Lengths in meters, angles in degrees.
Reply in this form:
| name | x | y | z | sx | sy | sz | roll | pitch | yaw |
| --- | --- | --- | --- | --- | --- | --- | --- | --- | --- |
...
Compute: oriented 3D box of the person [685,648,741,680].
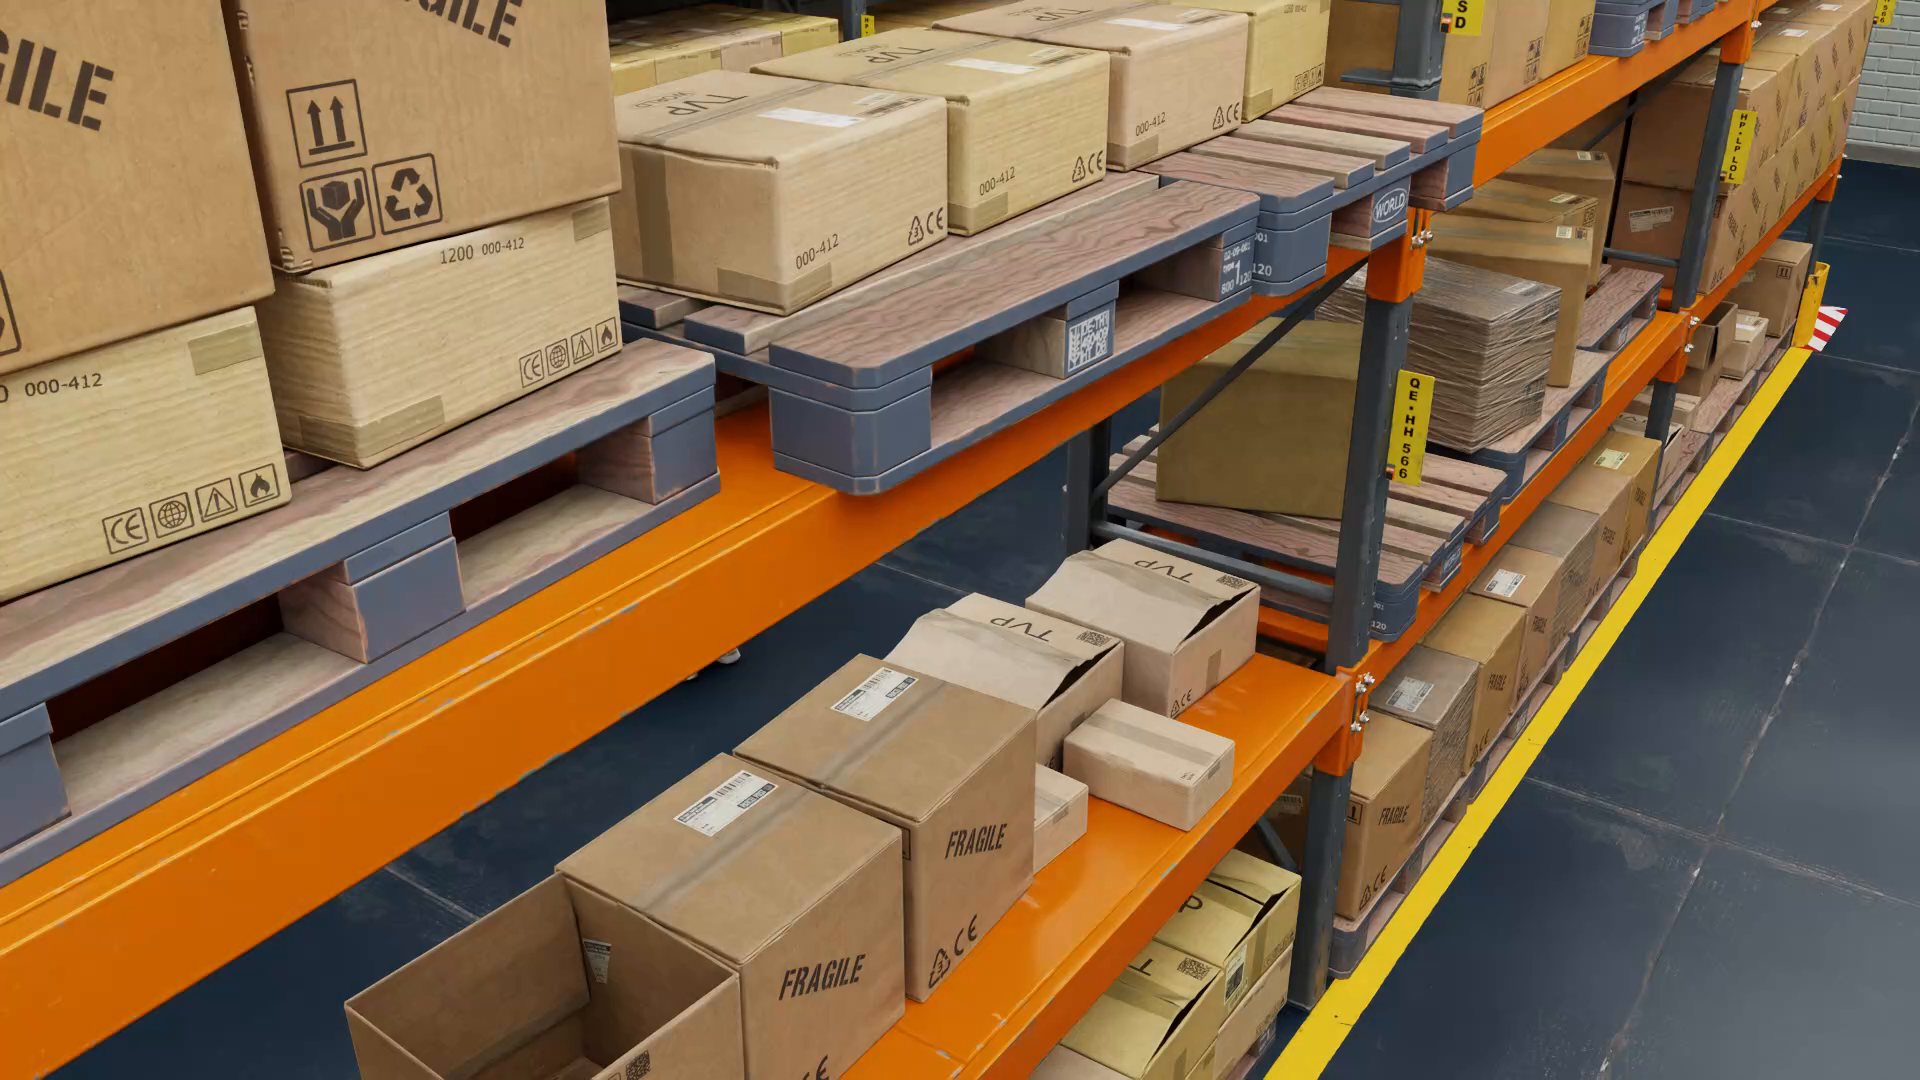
| name | x | y | z | sx | sy | sz | roll | pitch | yaw |
| --- | --- | --- | --- | --- | --- | --- | --- | --- | --- |
| person | -1.356 | 0.071 | 7.356 | 0.902 | 1.011 | 0.589 | 17 | 31 | 30 |
